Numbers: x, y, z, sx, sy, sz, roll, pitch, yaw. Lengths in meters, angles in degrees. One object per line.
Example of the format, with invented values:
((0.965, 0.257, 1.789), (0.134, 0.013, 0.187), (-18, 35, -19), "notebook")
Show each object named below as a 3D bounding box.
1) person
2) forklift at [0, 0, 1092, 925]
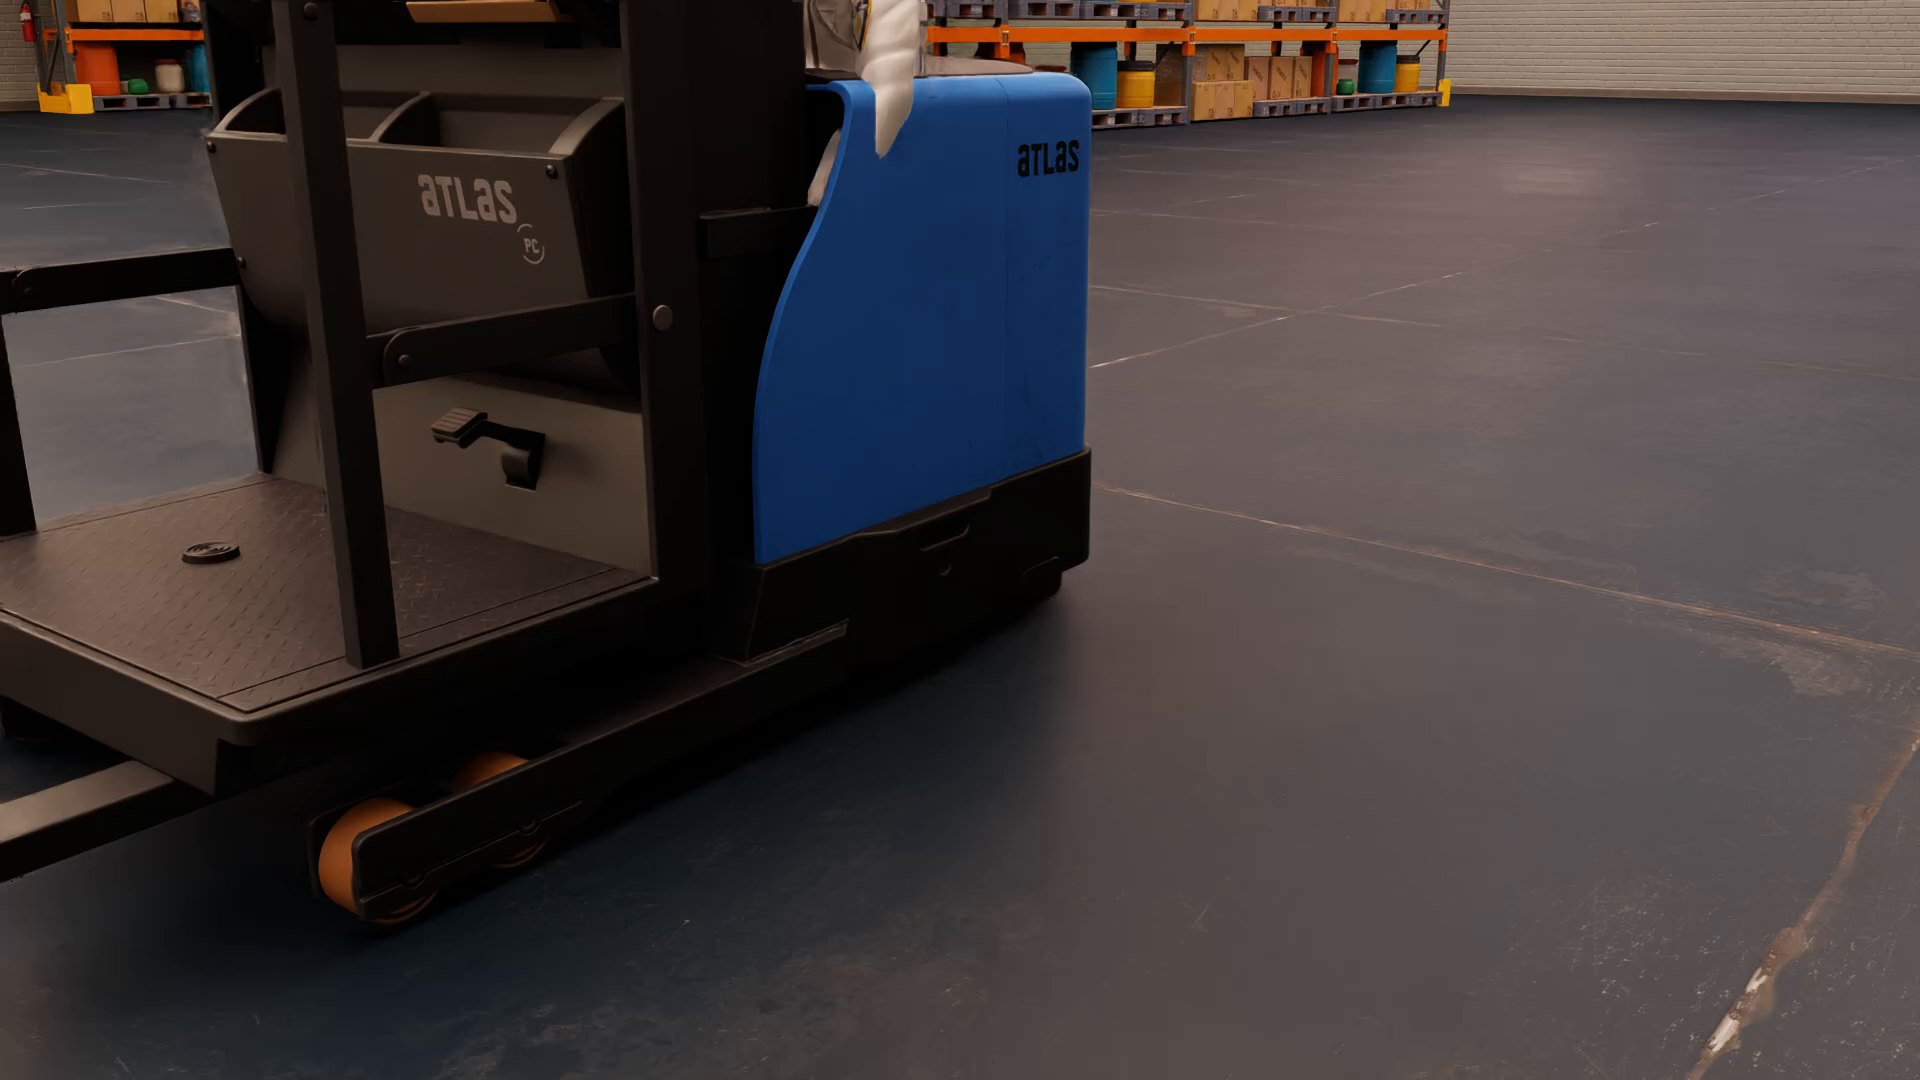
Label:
((-0.400, -0.596, 3.105), (0.658, 1.519, 0.720), (-4, 17, -13), "person")
((-1.006, -1.046, 2.342), (1.130, 2.935, 3.031), (12, 21, 35), "forklift")
